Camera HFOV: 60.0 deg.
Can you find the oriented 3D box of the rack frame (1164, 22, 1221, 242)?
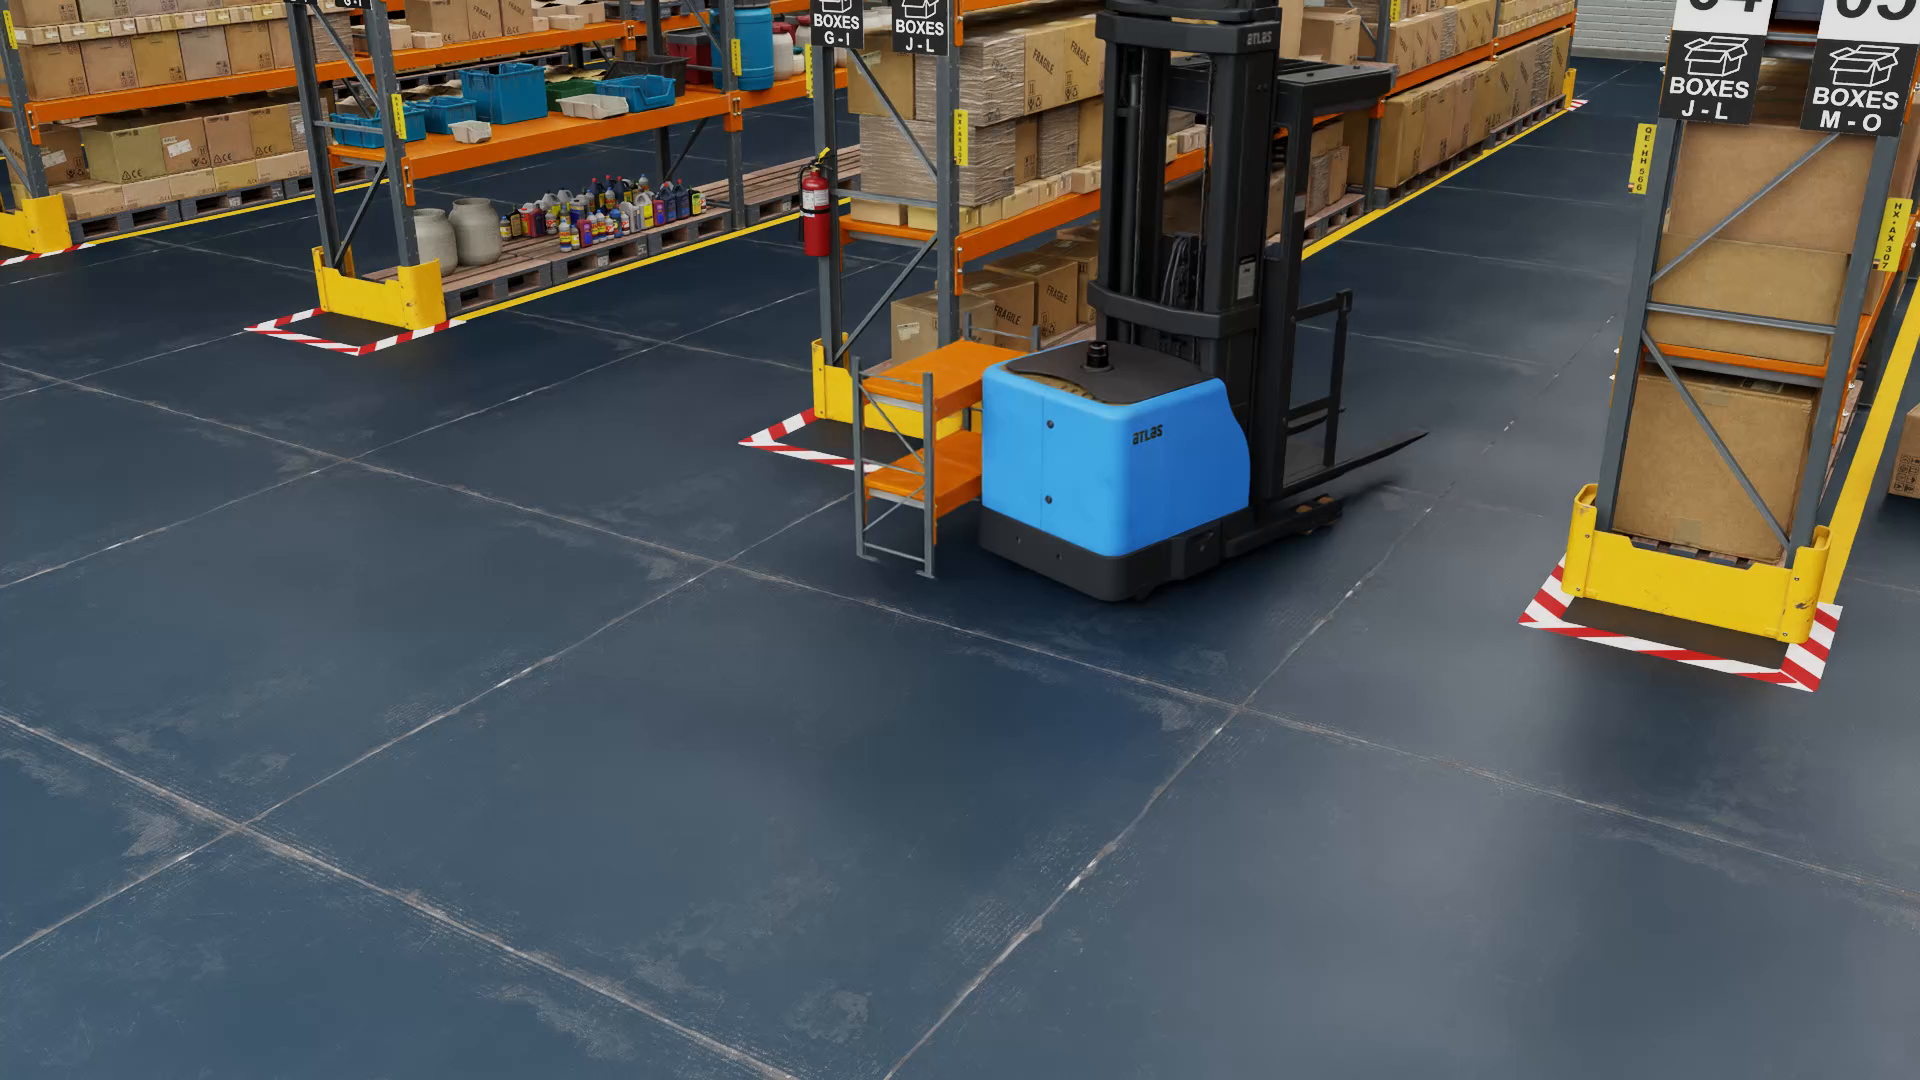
[{"bbox_3d":[1.651,-3.473,13.497,1.000,3.000,0.127,14,27,29],"label":"rack frame"}]

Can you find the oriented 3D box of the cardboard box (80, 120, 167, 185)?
[{"bbox_3d":[-8.139,-3.779,16.192,0.500,0.500,0.500,14,27,29],"label":"cardboard box"}]

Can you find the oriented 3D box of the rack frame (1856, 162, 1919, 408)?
[{"bbox_3d":[5.812,-2.400,11.017,1.000,3.000,0.127,14,27,29],"label":"rack frame"}]

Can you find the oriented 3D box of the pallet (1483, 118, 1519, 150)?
[{"bbox_3d":[6.339,-5.134,20.843,1.003,0.211,1.213,14,27,29],"label":"pallet"}]

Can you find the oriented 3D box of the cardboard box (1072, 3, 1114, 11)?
[{"bbox_3d":[1.121,-3.567,11.956,0.500,0.500,0.500,14,27,29],"label":"cardboard box"}]

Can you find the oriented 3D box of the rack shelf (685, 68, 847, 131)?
[{"bbox_3d":[-1.501,-4.856,17.597,1.077,0.370,4.000,14,27,29],"label":"rack shelf"}]

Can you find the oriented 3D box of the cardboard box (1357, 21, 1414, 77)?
[{"bbox_3d":[4.249,-4.976,16.843,0.500,0.500,0.500,15,27,30],"label":"cardboard box"}]

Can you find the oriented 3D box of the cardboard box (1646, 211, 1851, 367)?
[{"bbox_3d":[3.859,-1.253,8.180,0.875,0.550,0.550,14,27,29],"label":"cardboard box"}]

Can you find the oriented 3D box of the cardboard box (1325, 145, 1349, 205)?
[{"bbox_3d":[3.425,-3.648,16.493,0.700,0.500,0.500,12,26,26],"label":"cardboard box"}]

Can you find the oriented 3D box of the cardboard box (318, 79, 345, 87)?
[{"bbox_3d":[-9.199,-6.738,23.632,0.700,0.500,0.500,14,27,30],"label":"cardboard box"}]

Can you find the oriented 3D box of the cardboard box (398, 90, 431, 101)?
[{"bbox_3d":[-6.523,-5.112,19.510,0.500,0.311,0.500,15,27,30],"label":"cardboard box"}]

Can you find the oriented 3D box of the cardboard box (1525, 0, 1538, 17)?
[{"bbox_3d":[6.877,-6.687,20.737,0.500,0.250,0.500,15,27,30],"label":"cardboard box"}]

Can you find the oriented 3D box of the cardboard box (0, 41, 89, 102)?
[{"bbox_3d":[-8.615,-4.401,15.515,0.700,0.500,0.500,14,27,29],"label":"cardboard box"}]

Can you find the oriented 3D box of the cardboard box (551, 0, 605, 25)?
[{"bbox_3d":[-4.882,-6.746,21.170,0.500,0.311,0.500,16,28,32],"label":"cardboard box"}]

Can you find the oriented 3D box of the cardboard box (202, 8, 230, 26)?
[{"bbox_3d":[-7.533,-5.239,16.633,0.380,0.149,0.250,15,28,31],"label":"cardboard box"}]

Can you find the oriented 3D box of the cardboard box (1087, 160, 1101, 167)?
[{"bbox_3d":[0.787,-2.652,11.917,0.380,0.149,0.250,14,27,29],"label":"cardboard box"}]

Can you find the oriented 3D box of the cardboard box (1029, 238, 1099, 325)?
[{"bbox_3d":[0.850,-1.971,12.646,0.500,0.500,0.500,11,26,24],"label":"cardboard box"}]

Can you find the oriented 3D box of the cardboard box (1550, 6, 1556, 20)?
[{"bbox_3d":[7.536,-6.874,21.669,0.380,0.149,0.250,13,27,28],"label":"cardboard box"}]

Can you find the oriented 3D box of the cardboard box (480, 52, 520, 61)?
[{"bbox_3d":[-7.452,-7.946,26.007,0.750,0.750,0.750,15,27,31],"label":"cardboard box"}]

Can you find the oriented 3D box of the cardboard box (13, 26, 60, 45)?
[{"bbox_3d":[-8.483,-4.631,15.230,0.380,0.149,0.250,14,27,29],"label":"cardboard box"}]

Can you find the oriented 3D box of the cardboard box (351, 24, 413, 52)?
[{"bbox_3d":[-6.540,-5.657,18.730,0.500,0.250,0.500,16,28,32],"label":"cardboard box"}]

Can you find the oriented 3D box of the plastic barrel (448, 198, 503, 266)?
[{"bbox_3d":[-4.120,-2.619,14.128,0.421,0.512,0.421,0,23,0],"label":"plastic barrel"}]

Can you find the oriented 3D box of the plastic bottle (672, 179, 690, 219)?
[{"bbox_3d":[-2.651,-3.220,15.692,0.144,0.351,0.185,13,27,28],"label":"plastic bottle"}]

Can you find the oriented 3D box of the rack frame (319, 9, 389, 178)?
[{"bbox_3d":[-6.763,-5.550,18.296,1.000,3.000,0.127,14,27,29],"label":"rack frame"}]

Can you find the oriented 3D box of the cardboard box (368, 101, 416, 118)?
[{"bbox_3d":[-6.333,-4.826,18.849,0.500,0.311,0.500,14,27,29],"label":"cardboard box"}]

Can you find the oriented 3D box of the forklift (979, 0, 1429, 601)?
[{"bbox_3d":[1.536,-1.509,9.047,3.031,2.935,1.130,-20,30,-38],"label":"forklift"}]

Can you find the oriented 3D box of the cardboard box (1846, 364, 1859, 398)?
[{"bbox_3d":[5.421,-1.420,10.900,0.875,0.875,0.875,14,27,30],"label":"cardboard box"}]

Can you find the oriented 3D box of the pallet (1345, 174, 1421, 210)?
[{"bbox_3d":[4.241,-3.794,17.748,1.003,0.211,1.213,14,27,29],"label":"pallet"}]

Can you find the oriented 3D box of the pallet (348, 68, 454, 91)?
[{"bbox_3d":[-8.383,-6.908,24.941,1.003,0.211,1.213,14,27,29],"label":"pallet"}]

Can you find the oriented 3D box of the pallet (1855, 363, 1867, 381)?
[{"bbox_3d":[6.155,-1.396,12.210,1.003,0.211,1.213,14,27,29],"label":"pallet"}]

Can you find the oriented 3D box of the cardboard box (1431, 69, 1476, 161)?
[{"bbox_3d":[5.080,-4.869,18.867,1.225,0.875,0.875,13,27,27],"label":"cardboard box"}]

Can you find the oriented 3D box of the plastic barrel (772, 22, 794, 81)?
[{"bbox_3d":[-1.865,-4.850,16.508,0.433,0.535,0.433,0,23,0],"label":"plastic barrel"}]

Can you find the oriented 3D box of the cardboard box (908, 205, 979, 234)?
[{"bbox_3d":[-0.106,-2.054,10.535,0.380,0.149,0.250,14,27,29],"label":"cardboard box"}]

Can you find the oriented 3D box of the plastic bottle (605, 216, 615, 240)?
[{"bbox_3d":[-3.159,-2.808,14.930,0.097,0.201,0.097,0,23,0],"label":"plastic bottle"}]

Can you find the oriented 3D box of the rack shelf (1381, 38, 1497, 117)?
[{"bbox_3d":[4.816,-5.168,18.318,1.077,0.370,4.000,14,27,29],"label":"rack shelf"}]

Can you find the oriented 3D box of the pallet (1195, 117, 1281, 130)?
[{"bbox_3d":[2.178,-3.613,14.061,1.003,0.211,1.213,14,27,29],"label":"pallet"}]

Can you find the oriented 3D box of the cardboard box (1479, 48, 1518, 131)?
[{"bbox_3d":[6.287,-5.597,20.549,0.875,0.875,0.875,14,27,29],"label":"cardboard box"}]

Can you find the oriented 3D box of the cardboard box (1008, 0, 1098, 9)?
[{"bbox_3d":[0.671,-3.678,12.212,0.500,0.500,0.500,14,27,29],"label":"cardboard box"}]

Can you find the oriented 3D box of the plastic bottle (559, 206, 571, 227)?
[{"bbox_3d":[-3.631,-2.963,15.287,0.097,0.201,0.097,0,23,0],"label":"plastic bottle"}]

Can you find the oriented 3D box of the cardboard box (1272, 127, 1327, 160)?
[{"bbox_3d":[3.162,-3.809,15.921,0.500,0.250,0.500,17,29,35],"label":"cardboard box"}]

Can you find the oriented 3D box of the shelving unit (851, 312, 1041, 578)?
[{"bbox_3d":[-0.060,-0.545,9.093,0.538,1.125,1.048,15,28,31],"label":"shelving unit"}]

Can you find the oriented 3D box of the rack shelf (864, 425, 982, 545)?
[{"bbox_3d":[-0.060,-0.321,9.190,0.538,0.278,1.000,15,28,31],"label":"rack shelf"}]

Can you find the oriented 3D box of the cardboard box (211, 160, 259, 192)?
[{"bbox_3d":[-7.608,-3.772,17.119,0.500,0.250,0.500,14,27,29],"label":"cardboard box"}]

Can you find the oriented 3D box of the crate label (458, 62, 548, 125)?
[{"bbox_3d":[-3.925,-3.855,14.335,0.502,0.435,0.616,14,27,29],"label":"crate label"}]

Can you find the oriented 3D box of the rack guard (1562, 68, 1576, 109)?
[{"bbox_3d":[7.994,-6.384,23.368,1.175,0.500,0.348,14,27,29],"label":"rack guard"}]

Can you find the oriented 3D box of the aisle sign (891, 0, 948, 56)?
[{"bbox_3d":[-0.236,-3.232,9.669,0.394,0.787,0.004,14,27,29],"label":"aisle sign"}]

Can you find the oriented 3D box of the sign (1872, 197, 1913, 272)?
[{"bbox_3d":[4.170,-1.365,7.438,0.100,0.325,0.005,14,27,29],"label":"sign"}]

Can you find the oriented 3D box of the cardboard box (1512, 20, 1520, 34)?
[{"bbox_3d":[6.587,-6.266,20.264,0.380,0.149,0.250,15,28,31],"label":"cardboard box"}]

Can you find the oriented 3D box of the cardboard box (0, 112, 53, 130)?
[{"bbox_3d":[-11.487,-5.283,20.271,0.500,0.500,0.500,12,26,25],"label":"cardboard box"}]

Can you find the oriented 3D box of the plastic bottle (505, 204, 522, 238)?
[{"bbox_3d":[-4.024,-2.871,14.973,0.061,0.283,0.133,15,27,30],"label":"plastic bottle"}]

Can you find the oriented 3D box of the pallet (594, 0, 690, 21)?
[{"bbox_3d":[-4.355,-7.056,22.015,1.213,0.211,1.003,14,27,29],"label":"pallet"}]

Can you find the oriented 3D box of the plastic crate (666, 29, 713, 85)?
[{"bbox_3d":[-2.561,-4.768,16.408,0.402,0.464,0.583,14,27,29],"label":"plastic crate"}]

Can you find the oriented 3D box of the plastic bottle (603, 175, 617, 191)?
[{"bbox_3d":[-3.335,-3.312,15.905,0.144,0.351,0.185,15,27,30],"label":"plastic bottle"}]

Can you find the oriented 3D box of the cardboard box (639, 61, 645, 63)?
[{"bbox_3d":[-4.170,-6.049,22.040,0.500,0.500,0.500,15,28,31],"label":"cardboard box"}]

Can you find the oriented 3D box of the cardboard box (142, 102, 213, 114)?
[{"bbox_3d":[-8.063,-4.228,17.229,0.500,0.500,0.500,14,27,29],"label":"cardboard box"}]
